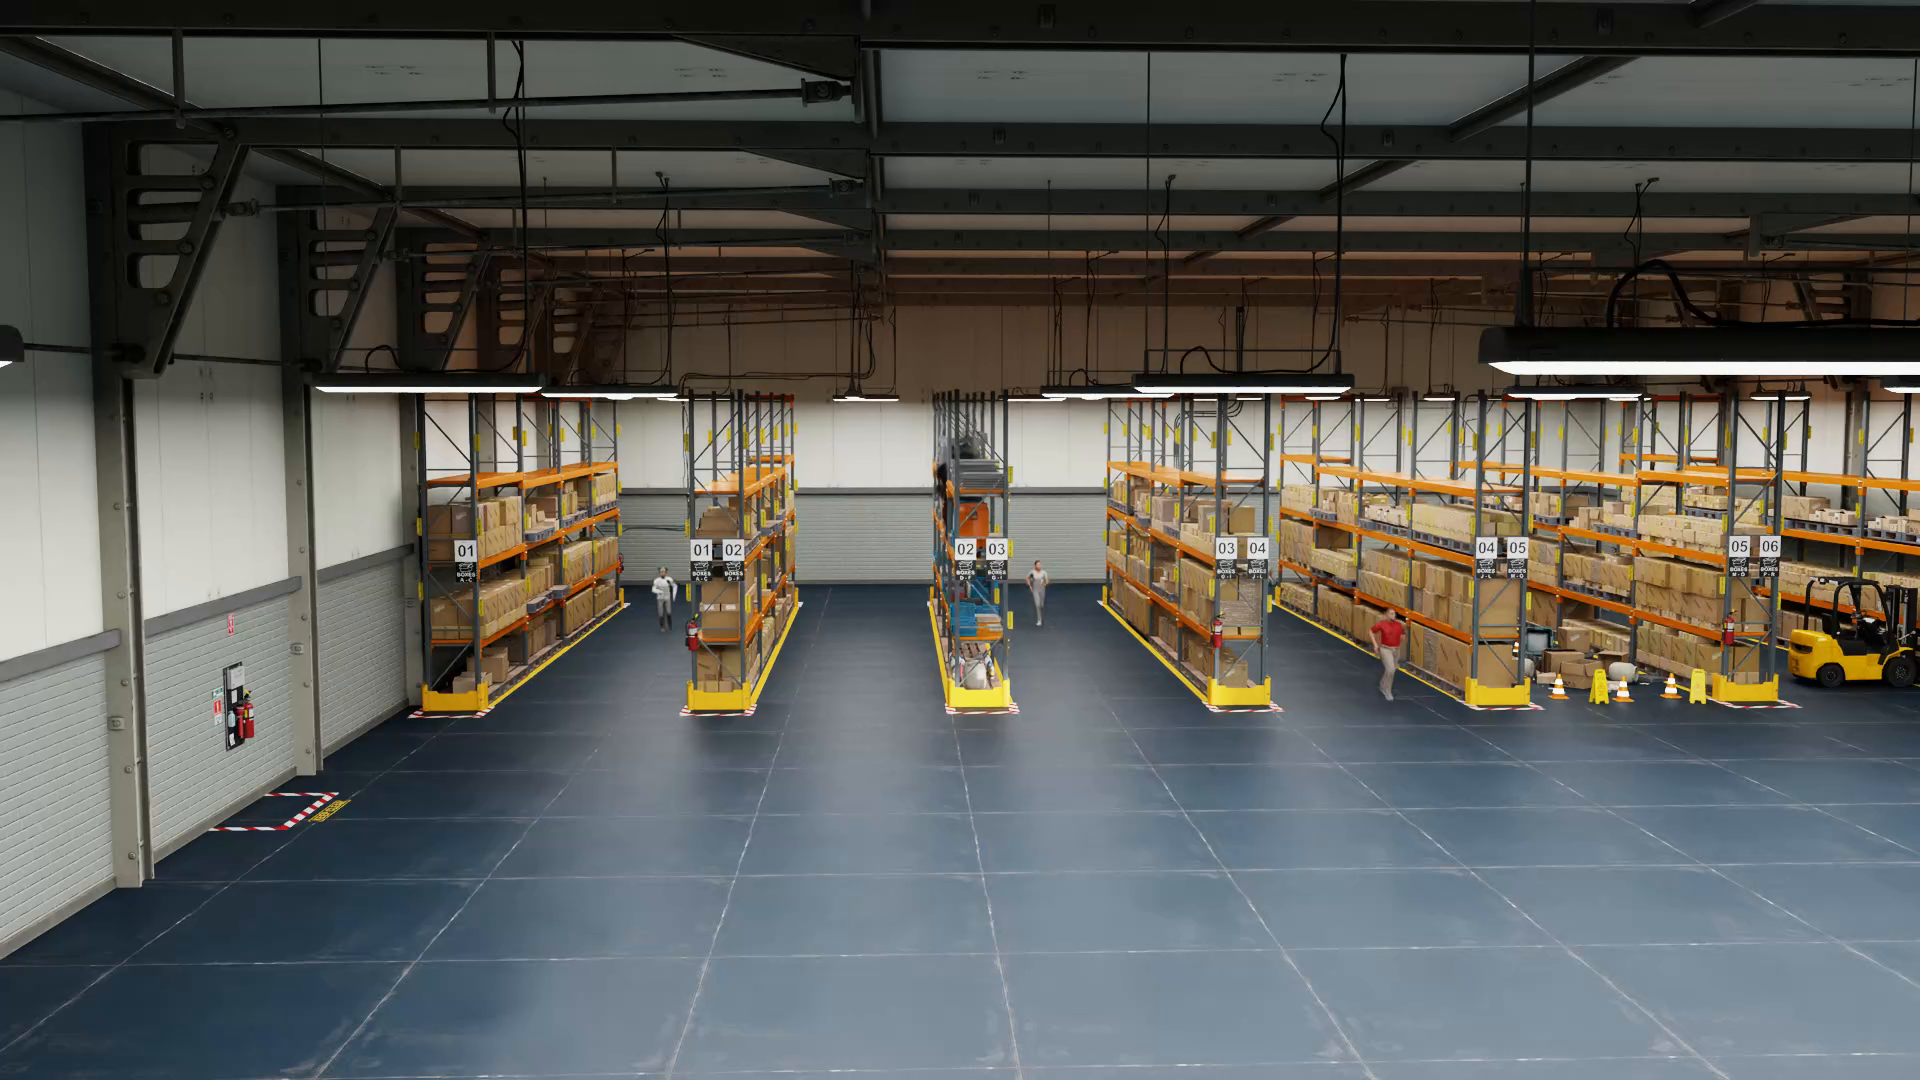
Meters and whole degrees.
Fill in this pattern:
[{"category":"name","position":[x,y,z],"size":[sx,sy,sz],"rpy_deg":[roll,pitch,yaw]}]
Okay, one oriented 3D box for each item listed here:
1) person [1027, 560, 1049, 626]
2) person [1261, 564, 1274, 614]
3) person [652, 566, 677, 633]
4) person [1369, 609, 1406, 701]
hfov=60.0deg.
[{"category":"person","position":[2.030,1.360,43.340],"size":[0.570,1.672,0.805],"rpy_deg":[-1,5,-7]},{"category":"person","position":[8.033,1.227,44.362],"size":[0.692,1.765,0.879],"rpy_deg":[-1,5,-7]},{"category":"person","position":[-7.378,1.495,41.546],"size":[0.616,1.678,0.612],"rpy_deg":[-1,5,-10]},{"category":"person","position":[8.377,2.229,32.391],"size":[0.635,1.789,0.765],"rpy_deg":[-2,5,-22]}]
